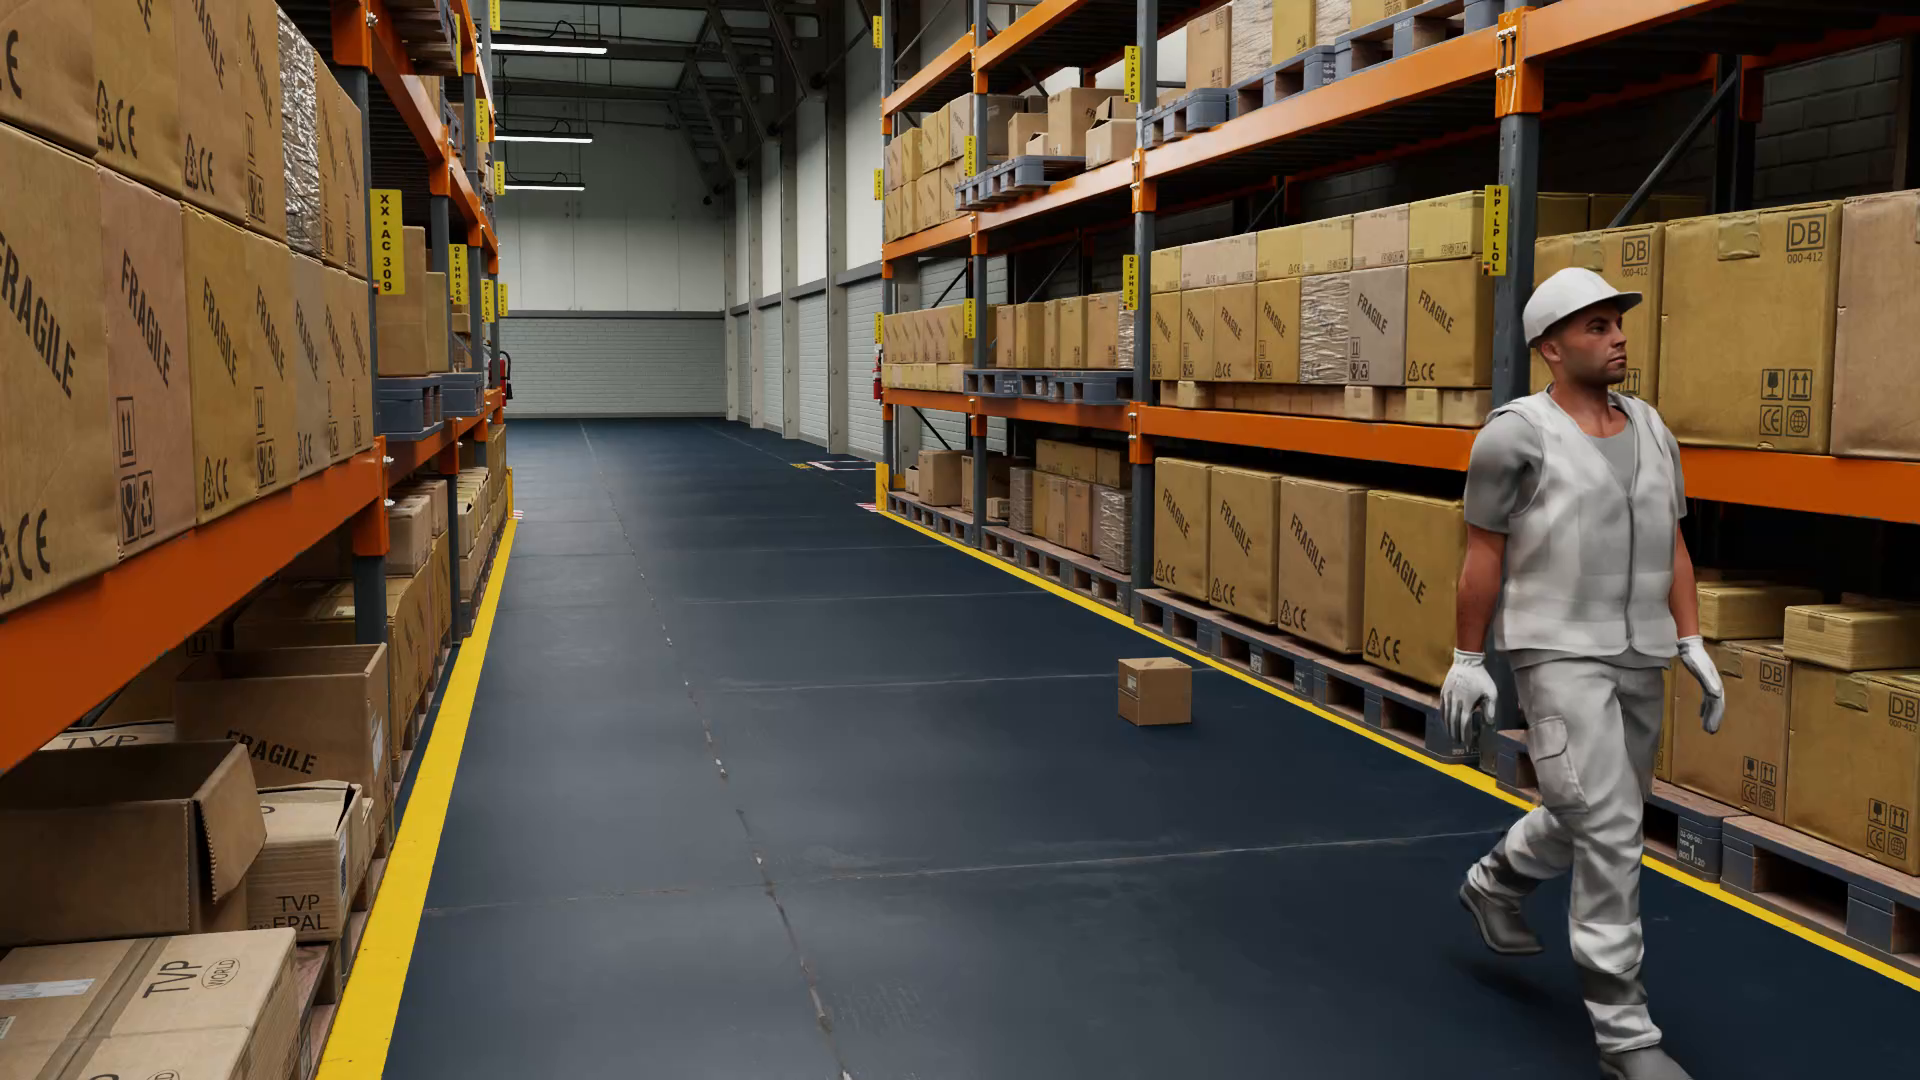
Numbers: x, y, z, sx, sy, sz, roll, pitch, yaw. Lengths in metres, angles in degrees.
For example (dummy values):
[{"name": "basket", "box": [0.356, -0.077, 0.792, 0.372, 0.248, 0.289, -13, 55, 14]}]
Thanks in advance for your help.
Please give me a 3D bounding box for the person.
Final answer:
[{"name": "person", "box": [1.405, 0.269, 3.760, 0.574, 1.752, 0.981, -2, 6, -19]}]
